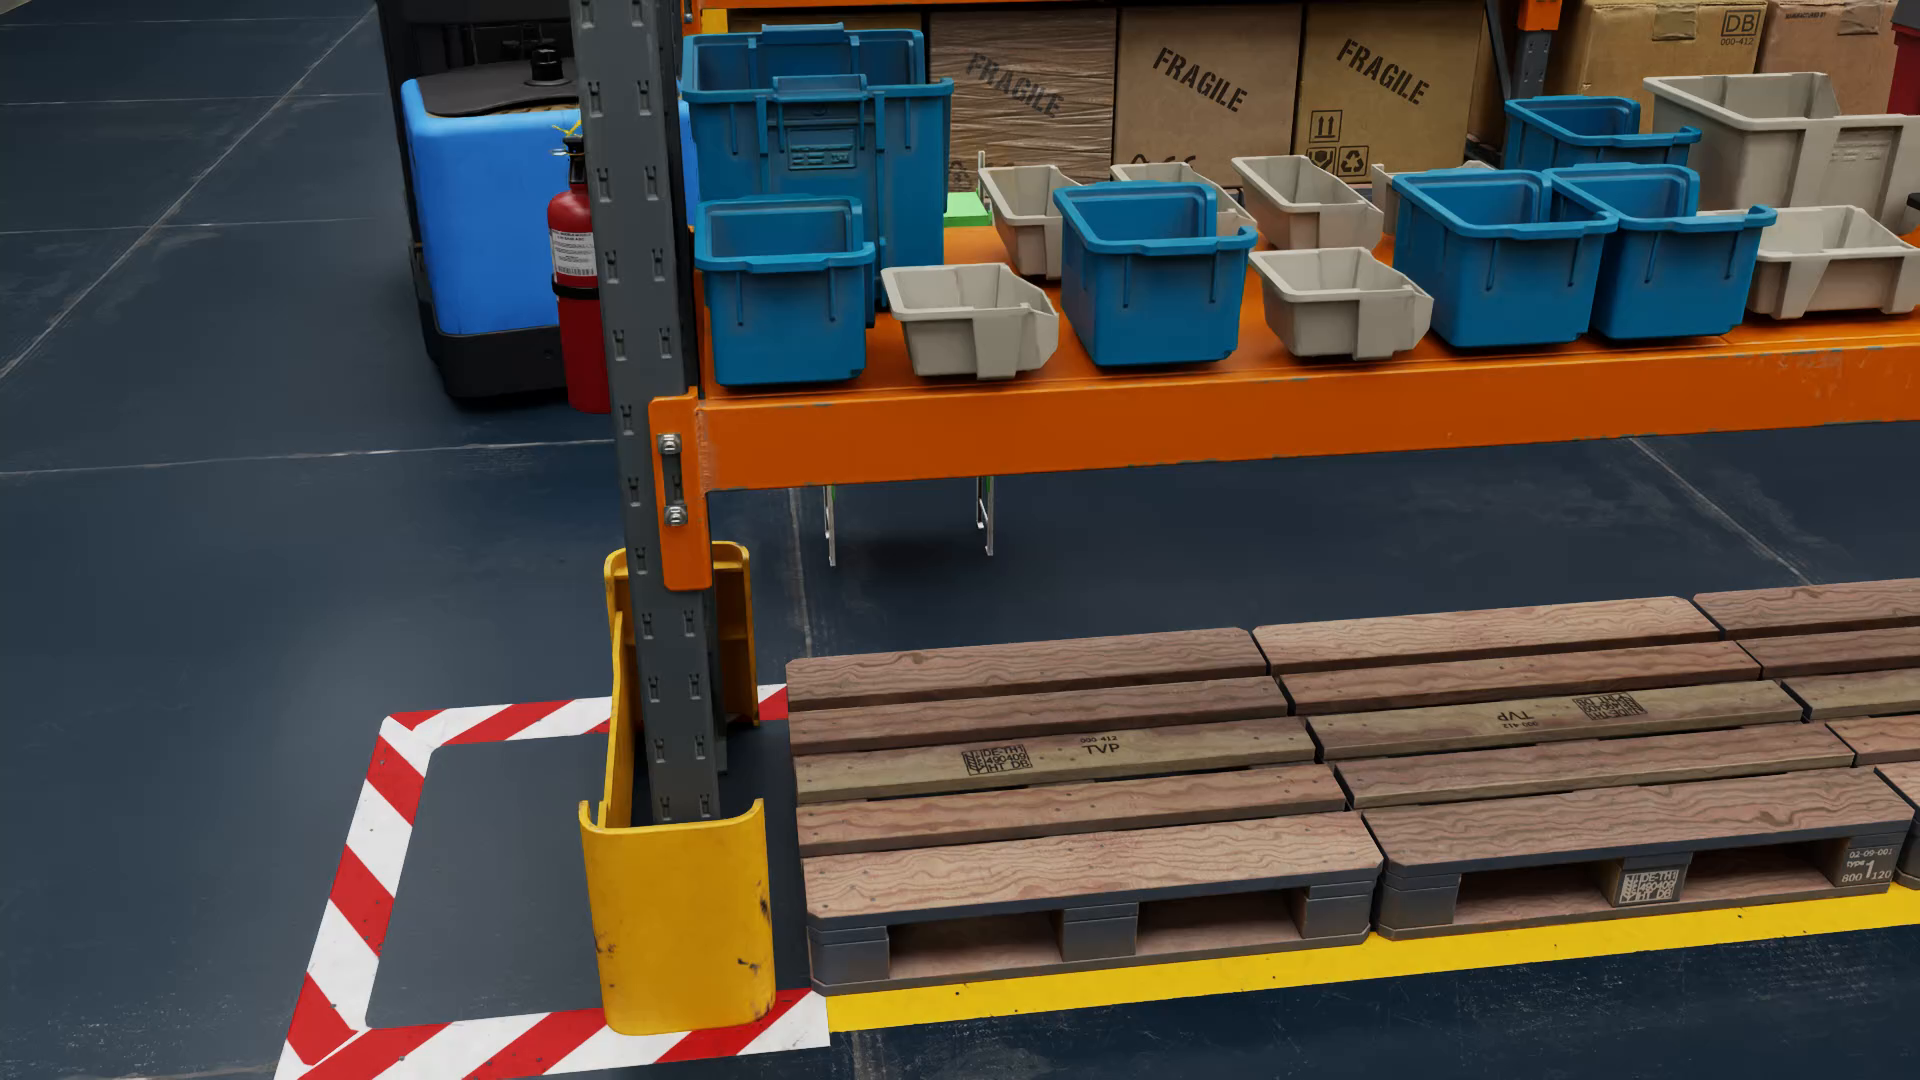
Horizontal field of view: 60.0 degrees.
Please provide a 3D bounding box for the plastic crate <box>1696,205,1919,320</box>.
[{"bbox_3d":[1.679,-0.540,3.240,0.466,0.136,0.293,-4,27,-7],"label":"plastic crate"}]

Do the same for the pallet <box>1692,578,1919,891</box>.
[{"bbox_3d":[2.639,0.427,4.186,1.213,0.211,1.003,-4,27,-7],"label":"pallet"}]

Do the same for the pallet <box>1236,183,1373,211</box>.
[{"bbox_3d":[1.908,-1.863,8.649,1.213,0.211,1.003,-4,27,-7],"label":"pallet"}]

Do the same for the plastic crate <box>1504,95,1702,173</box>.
[{"bbox_3d":[1.398,-0.822,3.684,0.300,0.233,0.416,-4,27,-7],"label":"plastic crate"}]

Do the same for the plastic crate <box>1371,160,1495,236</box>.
[{"bbox_3d":[1.035,-0.734,3.618,0.250,0.136,0.298,-4,27,-7],"label":"plastic crate"}]

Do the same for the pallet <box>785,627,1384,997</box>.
[{"bbox_3d":[0.223,0.583,3.883,1.213,0.211,1.003,-4,27,-7],"label":"pallet"}]

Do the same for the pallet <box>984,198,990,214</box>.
[{"bbox_3d":[-0.509,-1.708,8.347,1.213,0.211,1.003,-4,27,-7],"label":"pallet"}]

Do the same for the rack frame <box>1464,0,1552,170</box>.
[{"bbox_3d":[2.671,-3.117,8.038,0.127,3.000,1.000,-4,27,-7],"label":"rack frame"}]

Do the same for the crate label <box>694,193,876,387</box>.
[{"bbox_3d":[-0.309,-0.442,2.944,0.303,0.233,0.416,-4,27,-7],"label":"crate label"}]

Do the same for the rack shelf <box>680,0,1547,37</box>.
[{"bbox_3d":[0.691,-2.669,7.955,4.000,0.370,1.077,-4,27,-7],"label":"rack shelf"}]

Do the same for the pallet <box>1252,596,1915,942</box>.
[{"bbox_3d":[1.428,0.507,4.032,1.213,0.211,1.003,-4,27,-7],"label":"pallet"}]

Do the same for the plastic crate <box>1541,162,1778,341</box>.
[{"bbox_3d":[1.292,-0.545,3.144,0.300,0.233,0.416,-4,27,-7],"label":"plastic crate"}]

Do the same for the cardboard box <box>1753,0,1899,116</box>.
[{"bbox_3d":[4.187,-2.465,8.636,0.875,0.875,1.225,-5,28,-9],"label":"cardboard box"}]

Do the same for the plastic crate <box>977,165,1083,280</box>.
[{"bbox_3d":[0.183,-0.666,3.486,0.243,0.136,0.396,-4,27,-7],"label":"plastic crate"}]

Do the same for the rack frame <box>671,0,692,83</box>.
[{"bbox_3d":[-1.290,-2.862,7.542,0.127,3.000,1.000,-4,27,-7],"label":"rack frame"}]

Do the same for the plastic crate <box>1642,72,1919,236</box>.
[{"bbox_3d":[1.824,-0.838,3.661,0.530,0.282,0.437,-4,27,-7],"label":"plastic crate"}]

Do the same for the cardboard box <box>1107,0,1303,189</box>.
[{"bbox_3d":[1.115,-2.295,8.304,0.875,0.875,0.875,-4,27,-7],"label":"cardboard box"}]

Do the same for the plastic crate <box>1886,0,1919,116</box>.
[{"bbox_3d":[2.442,-0.989,3.756,0.583,0.464,0.402,-4,27,-7],"label":"plastic crate"}]

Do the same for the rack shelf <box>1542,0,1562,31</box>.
[{"bbox_3d":[4.652,-2.924,8.450,4.000,0.370,1.077,-4,27,-7],"label":"rack shelf"}]

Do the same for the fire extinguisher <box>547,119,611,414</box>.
[{"bbox_3d":[-0.812,-0.619,3.663,0.183,0.674,0.296,-4,27,-7],"label":"fire extinguisher"}]

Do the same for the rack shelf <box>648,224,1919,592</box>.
[{"bbox_3d":[1.381,-0.430,3.591,4.000,0.370,1.077,-4,27,-7],"label":"rack shelf"}]

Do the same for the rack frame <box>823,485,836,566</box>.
[{"bbox_3d":[-0.406,-0.508,4.925,0.015,1.200,0.240,-4,27,-7],"label":"rack frame"}]

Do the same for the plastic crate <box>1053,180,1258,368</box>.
[{"bbox_3d":[0.343,-0.484,3.025,0.300,0.233,0.416,-4,27,-7],"label":"plastic crate"}]

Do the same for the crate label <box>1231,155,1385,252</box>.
[{"bbox_3d":[0.744,-0.707,3.565,0.243,0.136,0.396,-4,27,-7],"label":"crate label"}]

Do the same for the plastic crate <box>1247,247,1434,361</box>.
[{"bbox_3d":[0.692,-0.425,3.017,0.298,0.136,0.250,-4,27,-7],"label":"plastic crate"}]

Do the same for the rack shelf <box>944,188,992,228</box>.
[{"bbox_3d":[-0.164,-0.894,4.766,0.480,0.148,0.258,-4,27,-7],"label":"rack shelf"}]

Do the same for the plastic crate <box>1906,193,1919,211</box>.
[{"bbox_3d":[2.291,-0.589,3.348,0.590,0.125,0.437,-4,27,-7],"label":"plastic crate"}]

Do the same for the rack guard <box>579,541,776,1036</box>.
[{"bbox_3d":[-0.621,0.496,3.735,0.348,0.500,1.175,-4,27,-7],"label":"rack guard"}]

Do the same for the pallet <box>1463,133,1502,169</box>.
[{"bbox_3d":[3.425,-1.959,8.837,1.213,0.211,1.003,-4,27,-7],"label":"pallet"}]

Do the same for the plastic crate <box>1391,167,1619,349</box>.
[{"bbox_3d":[0.995,-0.526,3.107,0.300,0.233,0.416,-4,27,-7],"label":"plastic crate"}]

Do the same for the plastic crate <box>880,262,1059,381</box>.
[{"bbox_3d":[0.020,-0.382,2.932,0.298,0.136,0.250,-4,27,-7],"label":"plastic crate"}]

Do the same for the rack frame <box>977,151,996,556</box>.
[{"bbox_3d":[0.078,-0.539,4.986,0.015,1.200,0.240,-4,27,-7],"label":"rack frame"}]

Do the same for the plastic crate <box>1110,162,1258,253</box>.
[{"bbox_3d":[0.472,-0.678,3.509,0.243,0.136,0.396,-4,27,-7],"label":"plastic crate"}]

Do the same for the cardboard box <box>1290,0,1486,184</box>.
[{"bbox_3d":[2.007,-2.352,8.416,0.875,0.875,0.875,-4,27,-7],"label":"cardboard box"}]

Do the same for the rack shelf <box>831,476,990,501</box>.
[{"bbox_3d":[-0.164,-0.253,5.094,0.480,0.148,0.258,-4,27,-7],"label":"rack shelf"}]

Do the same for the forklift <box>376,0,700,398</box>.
[{"bbox_3d":[-1.882,-2.480,6.873,1.130,2.935,3.031,-9,29,-17],"label":"forklift"}]

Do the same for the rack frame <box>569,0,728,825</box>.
[{"bbox_3d":[-0.600,-0.623,3.179,0.127,3.000,1.000,-4,27,-7],"label":"rack frame"}]

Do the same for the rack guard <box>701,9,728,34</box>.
[{"bbox_3d":[-1.805,-4.003,12.505,0.348,0.500,1.175,-4,27,-7],"label":"rack guard"}]

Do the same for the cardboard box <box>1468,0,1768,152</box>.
[{"bbox_3d":[3.302,-2.408,8.524,0.875,0.875,1.225,-4,27,-7],"label":"cardboard box"}]

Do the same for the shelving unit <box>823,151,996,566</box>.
[{"bbox_3d":[-0.164,-0.523,4.956,0.503,1.200,0.258,-4,27,-7],"label":"shelving unit"}]

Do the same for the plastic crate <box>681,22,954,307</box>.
[{"bbox_3d":[-0.294,-0.771,3.363,0.499,0.435,0.616,-4,27,-7],"label":"plastic crate"}]

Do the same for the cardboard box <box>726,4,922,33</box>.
[{"bbox_3d":[-0.667,-2.181,8.081,0.875,0.875,0.875,-4,27,-7],"label":"cardboard box"}]

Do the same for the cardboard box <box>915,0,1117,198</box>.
[{"bbox_3d":[0.234,-2.238,8.194,0.875,0.875,0.875,-4,27,-7],"label":"cardboard box"}]

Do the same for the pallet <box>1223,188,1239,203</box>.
[{"bbox_3d":[0.697,-1.784,8.495,1.213,0.211,1.003,-4,27,-7],"label":"pallet"}]
